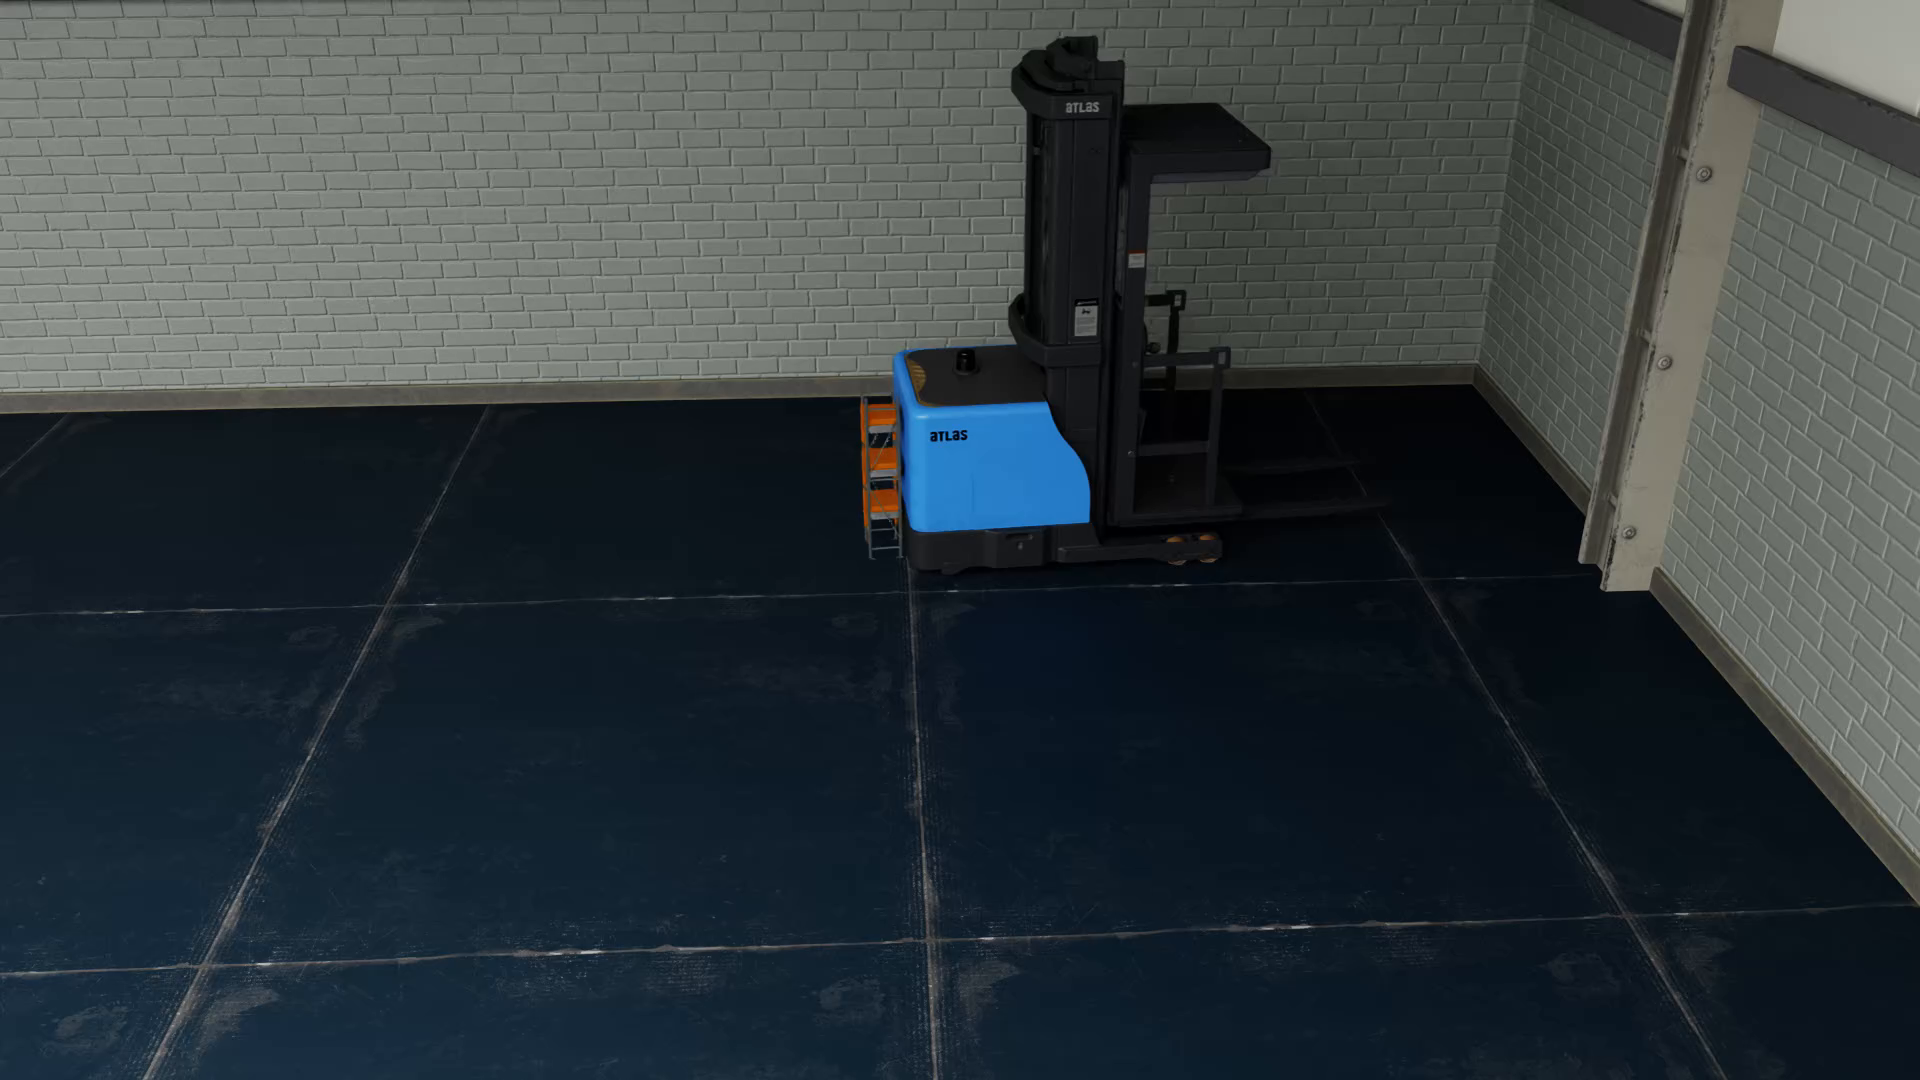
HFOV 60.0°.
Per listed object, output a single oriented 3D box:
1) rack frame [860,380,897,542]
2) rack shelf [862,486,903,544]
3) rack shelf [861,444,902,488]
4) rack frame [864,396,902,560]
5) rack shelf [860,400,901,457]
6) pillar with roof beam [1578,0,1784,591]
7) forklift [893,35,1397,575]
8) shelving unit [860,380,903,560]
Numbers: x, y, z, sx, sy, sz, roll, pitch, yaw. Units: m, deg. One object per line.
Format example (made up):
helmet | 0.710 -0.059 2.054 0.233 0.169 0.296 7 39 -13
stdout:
rack frame | -0.486 -0.465 10.006 0.200 1.050 0.008 -4 28 -8
rack shelf | -0.467 -0.153 10.032 0.215 0.259 0.240 -4 28 -8
rack shelf | -0.467 -0.400 9.904 0.215 0.259 0.240 -4 28 -8
rack frame | -0.449 -0.353 9.792 0.200 1.050 0.008 -4 28 -8
rack shelf | -0.467 -0.651 9.772 0.215 0.259 0.240 -4 28 -8
pillar with roof beam | -0.412 -3.683 7.580 9.100 9.000 0.400 -1 28 -3
forklift | 1.140 -1.389 9.743 3.031 2.935 1.130 -4 28 -7
shelving unit | -0.467 -0.409 9.899 0.215 1.050 0.252 -4 28 -8
